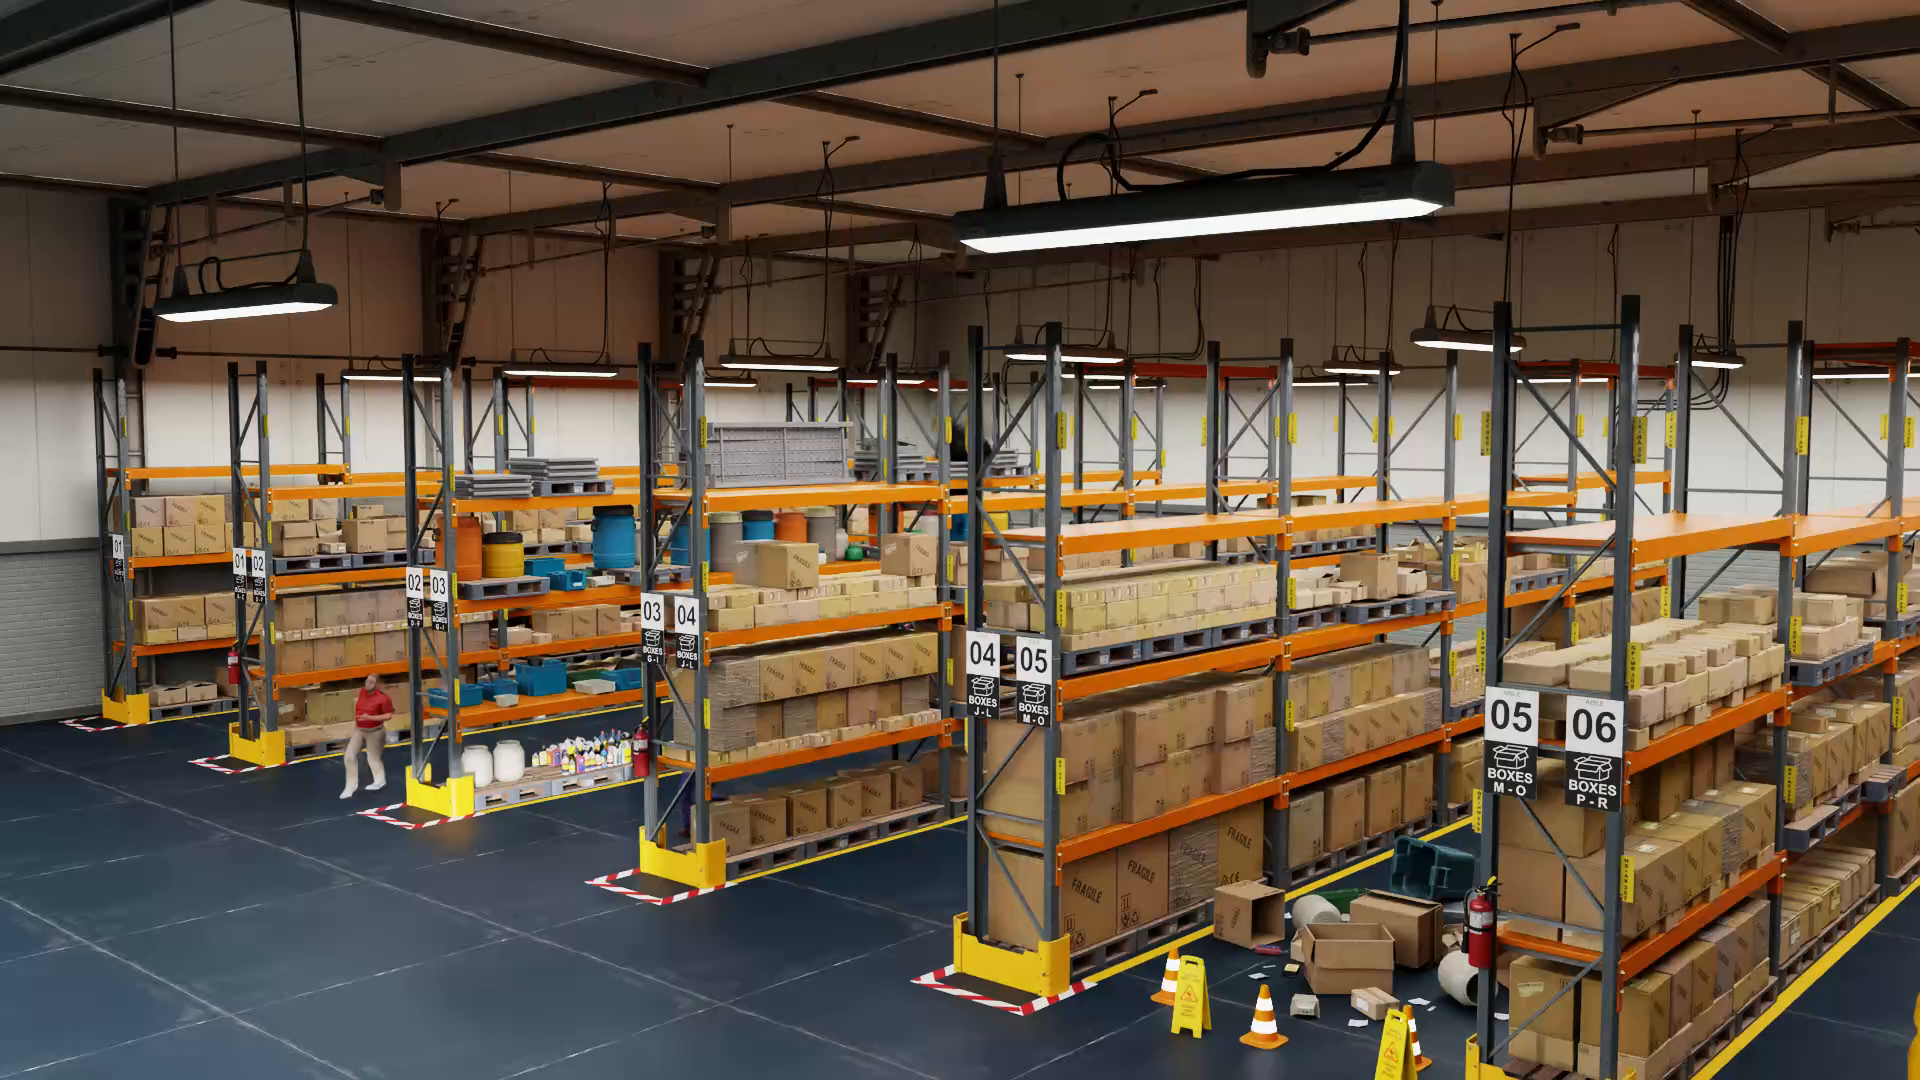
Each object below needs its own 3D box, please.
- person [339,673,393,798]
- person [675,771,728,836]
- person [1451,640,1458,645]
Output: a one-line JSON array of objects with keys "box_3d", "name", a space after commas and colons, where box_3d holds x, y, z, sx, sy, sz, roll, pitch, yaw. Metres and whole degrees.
[{"box_3d": [-8.042, 2.680, 22.721, 0.734, 1.763, 0.767, 1, 4, 16], "name": "person"}, {"box_3d": [-3.230, 2.834, 20.714, 0.620, 1.613, 0.804, 3, 5, 38], "name": "person"}, {"box_3d": [7.720, 2.428, 26.108, 0.583, 1.701, 0.660, 4, 6, 41], "name": "person"}]
